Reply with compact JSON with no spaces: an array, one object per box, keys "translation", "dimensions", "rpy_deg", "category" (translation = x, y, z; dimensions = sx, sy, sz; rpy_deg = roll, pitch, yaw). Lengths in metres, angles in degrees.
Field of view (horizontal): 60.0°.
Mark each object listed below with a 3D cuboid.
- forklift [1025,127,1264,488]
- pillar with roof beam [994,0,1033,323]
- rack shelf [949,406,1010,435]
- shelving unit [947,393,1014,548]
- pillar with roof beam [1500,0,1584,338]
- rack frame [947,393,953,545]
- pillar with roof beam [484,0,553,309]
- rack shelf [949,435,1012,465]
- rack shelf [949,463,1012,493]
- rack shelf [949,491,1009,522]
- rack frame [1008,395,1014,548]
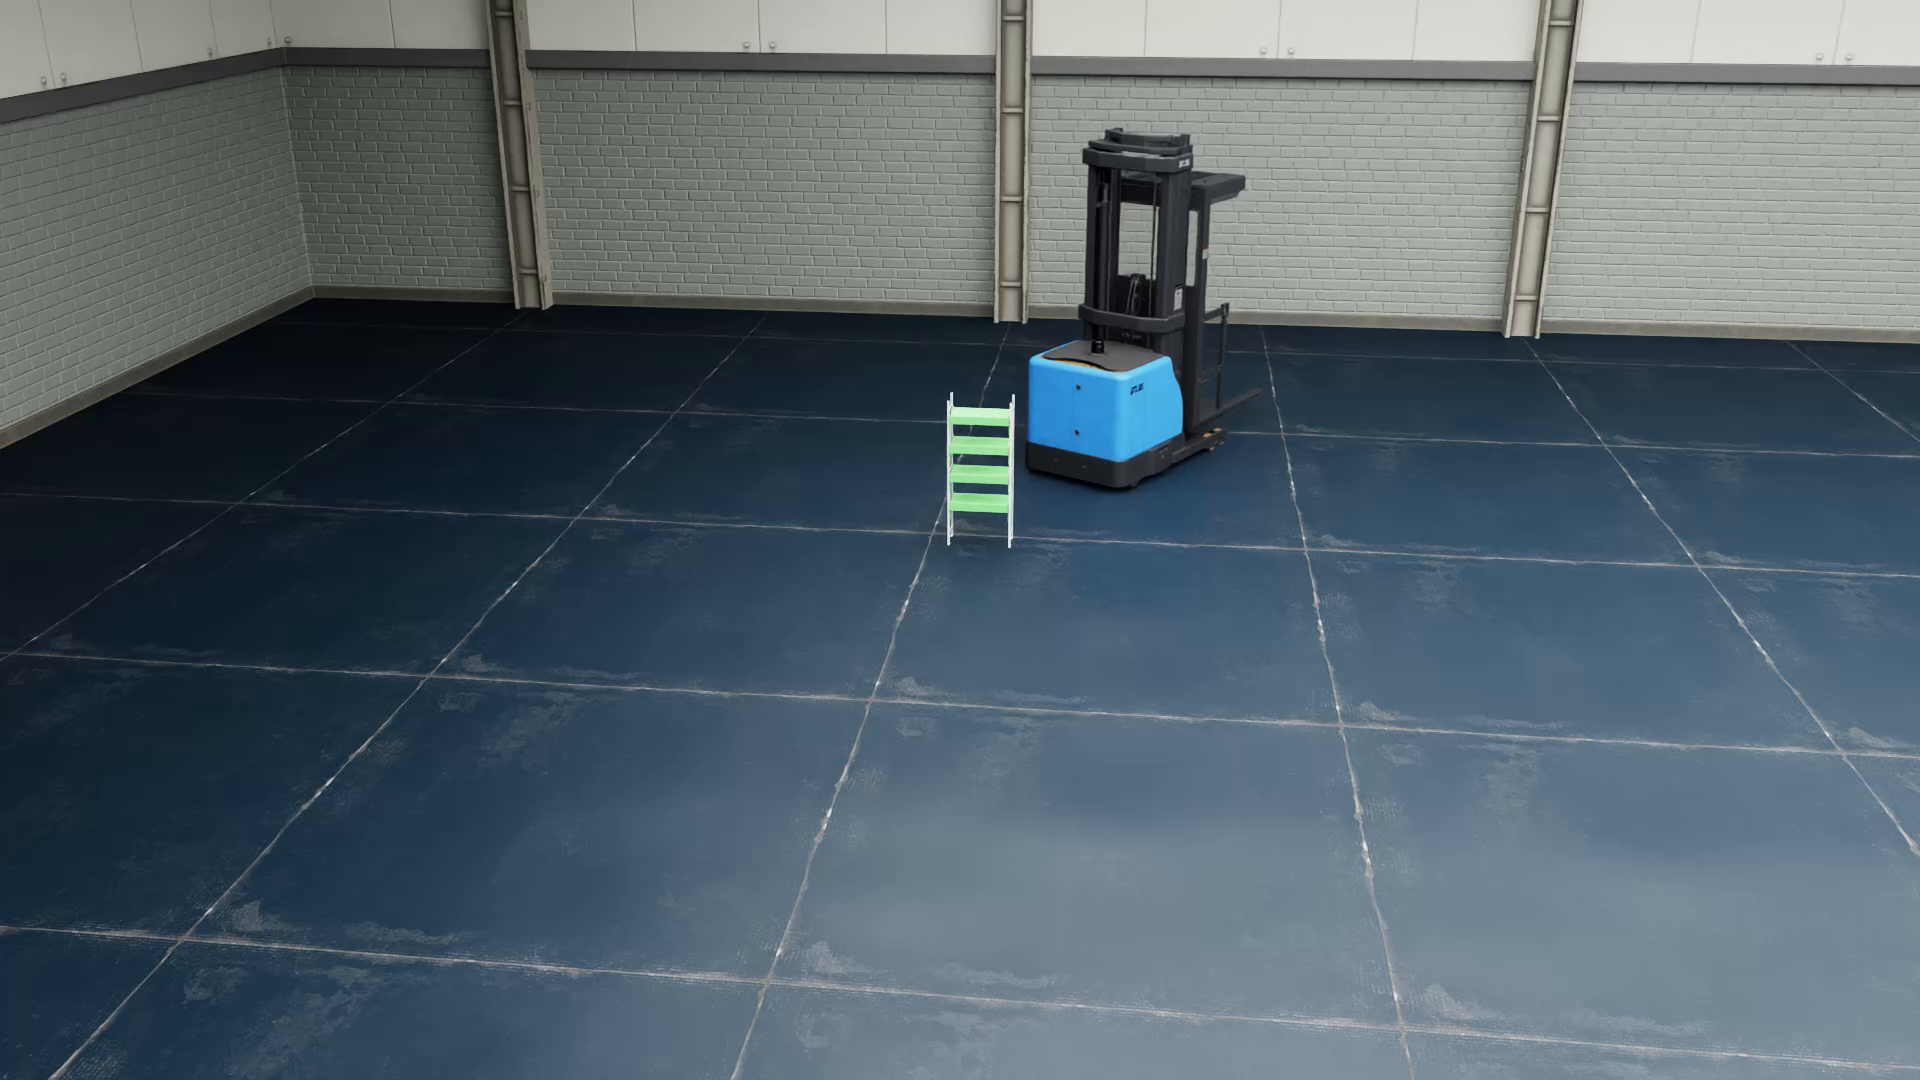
[{"translation":[1.872,-2.293,15.254],"dimensions":[1.130,2.935,3.031],"rpy_deg":[15,26,34],"category":"forklift"},{"translation":[0.115,-5.288,14.575],"dimensions":[0.400,9.000,9.100],"rpy_deg":[2,22,6],"category":"pillar with roof beam"},{"translation":[0.164,-0.938,13.048],"dimensions":[0.480,0.148,0.258],"rpy_deg":[2,22,6],"category":"rack shelf"},{"translation":[0.164,-0.551,13.201],"dimensions":[0.503,1.200,0.258],"rpy_deg":[2,22,6],"category":"shelving unit"},{"translation":[6.073,-5.028,13.919],"dimensions":[0.400,9.000,9.100],"rpy_deg":[2,22,6],"category":"pillar with roof beam"},{"translation":[-0.078,-0.561,13.228],"dimensions":[0.015,1.200,0.240],"rpy_deg":[2,22,6],"category":"rack frame"},{"translation":[-5.843,-5.547,15.232],"dimensions":[0.400,9.000,9.100],"rpy_deg":[2,22,6],"category":"pillar with roof beam"},{"translation":[0.164,-0.715,13.136],"dimensions":[0.480,0.148,0.258],"rpy_deg":[2,22,6],"category":"rack shelf"},{"translation":[0.164,-0.491,13.225],"dimensions":[0.480,0.148,0.258],"rpy_deg":[2,22,6],"category":"rack shelf"},{"translation":[0.164,-0.268,13.313],"dimensions":[0.480,0.148,0.258],"rpy_deg":[2,22,6],"category":"rack shelf"},{"translation":[0.407,-0.540,13.174],"dimensions":[0.015,1.200,0.240],"rpy_deg":[2,22,6],"category":"rack frame"}]
